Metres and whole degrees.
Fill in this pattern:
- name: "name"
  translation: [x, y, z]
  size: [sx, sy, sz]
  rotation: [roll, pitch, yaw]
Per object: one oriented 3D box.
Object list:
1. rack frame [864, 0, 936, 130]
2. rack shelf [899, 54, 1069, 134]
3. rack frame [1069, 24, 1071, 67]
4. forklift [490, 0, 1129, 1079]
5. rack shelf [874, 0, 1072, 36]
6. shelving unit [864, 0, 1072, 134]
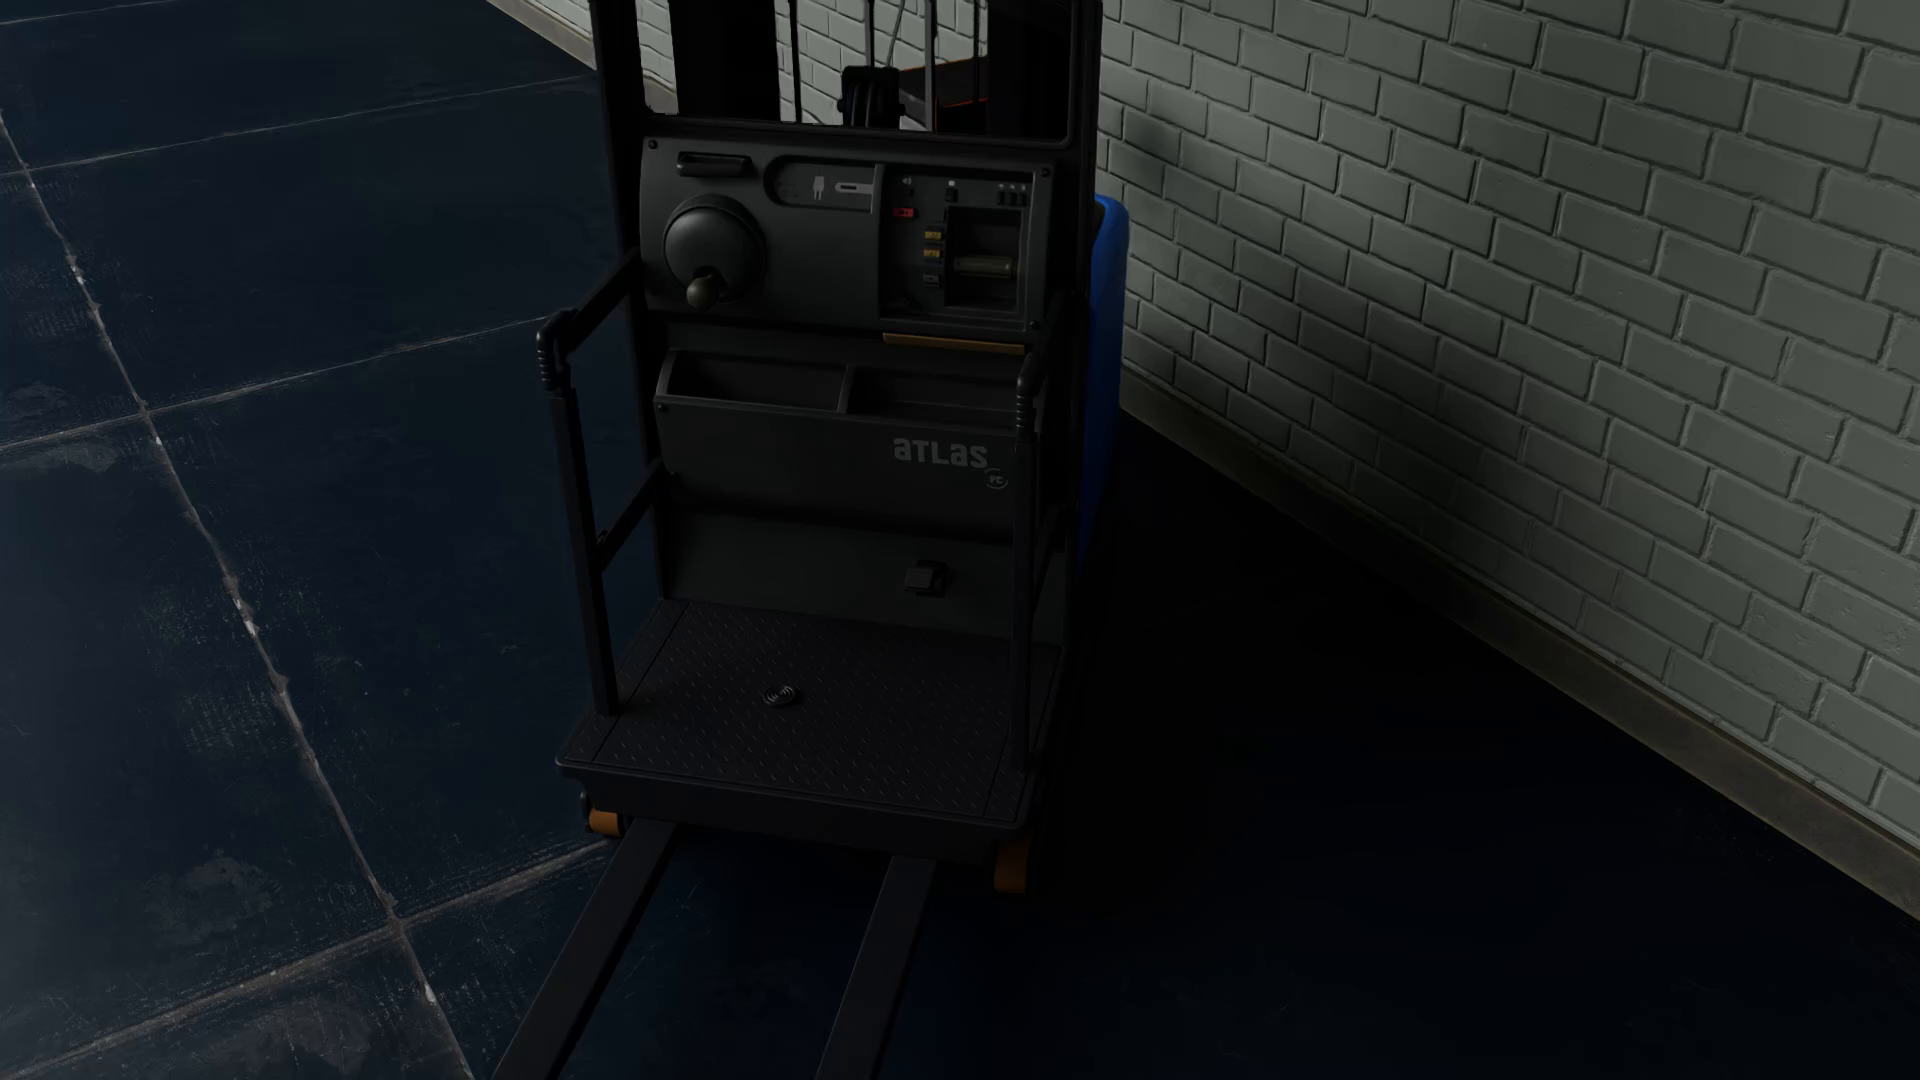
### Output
- name: "rack frame"
  translation: [-0.181, -1.180, 5.153]
  size: [0.015, 2.100, 0.400]
  rotation: [-18, 36, -26]
- name: "rack shelf"
  translation: [0.028, -1.237, 5.268]
  size: [0.480, 0.518, 0.431]
  rotation: [-18, 36, -26]
- name: "rack frame"
  translation: [0.236, -1.316, 5.369]
  size: [0.015, 2.100, 0.400]
  rotation: [-18, 36, -26]
- name: "forklift"
  translation: [-0.298, -0.620, 3.485]
  size: [1.130, 2.935, 3.031]
  rotation: [6, 33, 10]
- name: "rack shelf"
  translation: [0.028, -1.829, 4.895]
  size: [0.480, 0.518, 0.431]
  rotation: [-18, 36, -26]
- name: "shelving unit"
  translation: [0.028, -1.248, 5.261]
  size: [0.503, 2.100, 0.431]
  rotation: [-18, 36, -26]
